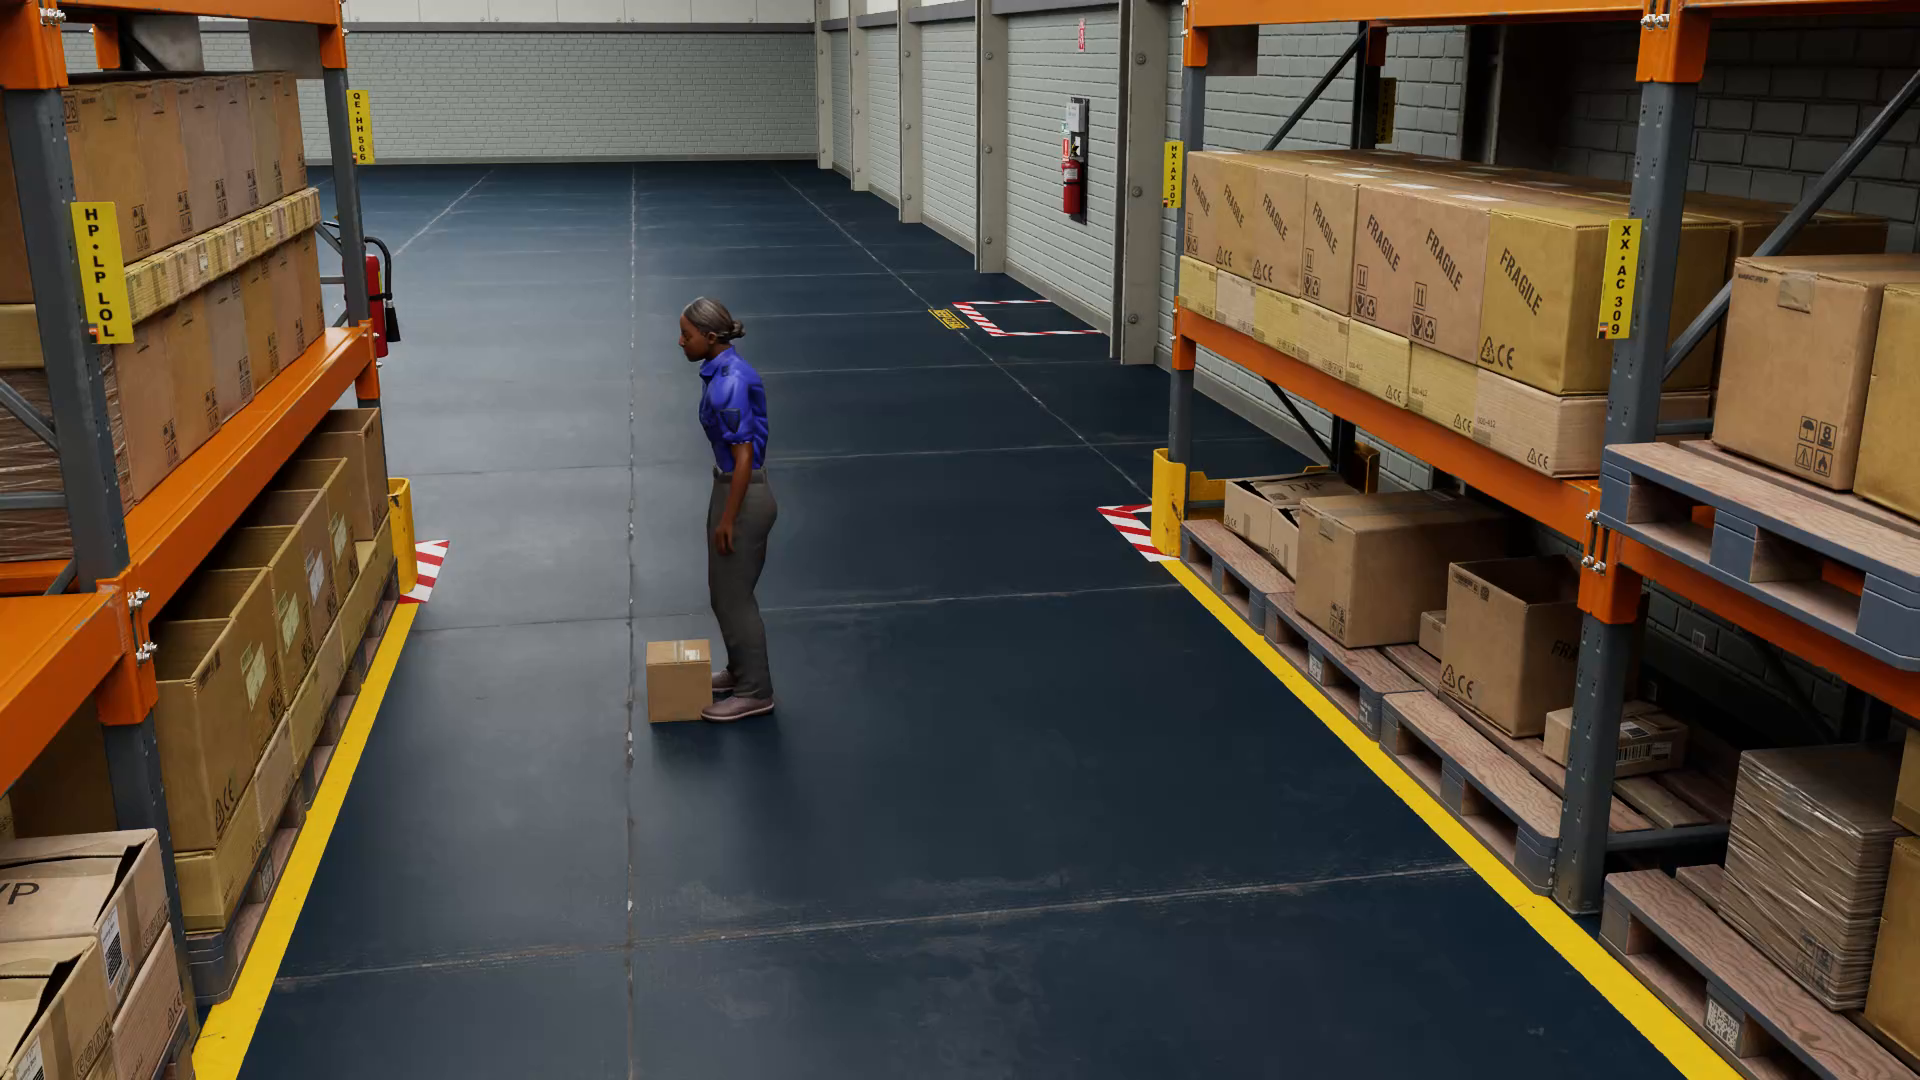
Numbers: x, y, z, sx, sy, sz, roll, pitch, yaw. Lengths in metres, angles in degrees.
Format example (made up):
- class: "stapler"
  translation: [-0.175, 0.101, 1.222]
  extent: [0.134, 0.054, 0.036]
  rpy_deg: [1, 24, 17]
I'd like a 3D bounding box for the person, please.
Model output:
- class: "person"
  translation: [-0.892, -0.130, 6.485]
  extent: [0.347, 1.655, 0.507]
  rpy_deg: [-3, 17, -10]
